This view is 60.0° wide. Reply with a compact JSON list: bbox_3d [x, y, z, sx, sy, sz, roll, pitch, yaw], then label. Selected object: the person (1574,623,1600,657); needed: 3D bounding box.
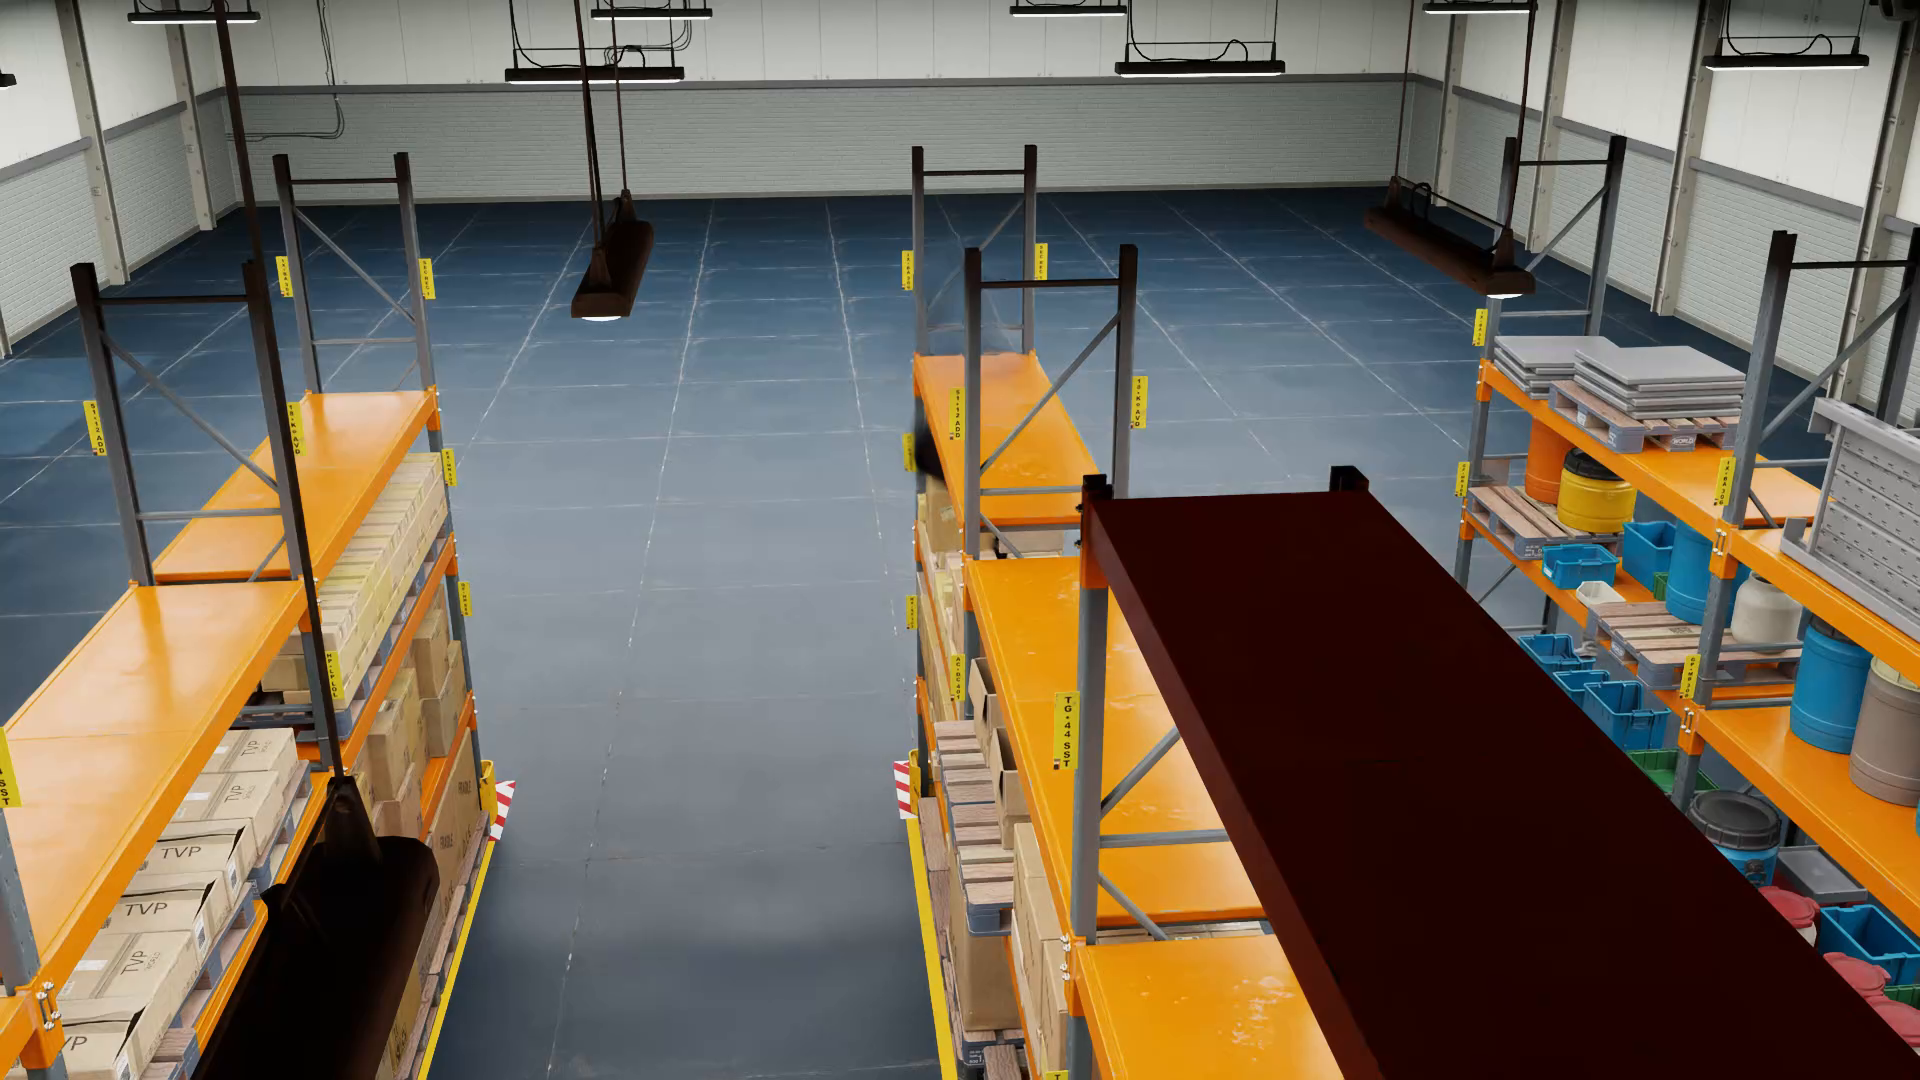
[{"bbox_3d":[7.044,0.495,18.076,0.599,1.734,0.660,6,22,16],"label":"person"}]
